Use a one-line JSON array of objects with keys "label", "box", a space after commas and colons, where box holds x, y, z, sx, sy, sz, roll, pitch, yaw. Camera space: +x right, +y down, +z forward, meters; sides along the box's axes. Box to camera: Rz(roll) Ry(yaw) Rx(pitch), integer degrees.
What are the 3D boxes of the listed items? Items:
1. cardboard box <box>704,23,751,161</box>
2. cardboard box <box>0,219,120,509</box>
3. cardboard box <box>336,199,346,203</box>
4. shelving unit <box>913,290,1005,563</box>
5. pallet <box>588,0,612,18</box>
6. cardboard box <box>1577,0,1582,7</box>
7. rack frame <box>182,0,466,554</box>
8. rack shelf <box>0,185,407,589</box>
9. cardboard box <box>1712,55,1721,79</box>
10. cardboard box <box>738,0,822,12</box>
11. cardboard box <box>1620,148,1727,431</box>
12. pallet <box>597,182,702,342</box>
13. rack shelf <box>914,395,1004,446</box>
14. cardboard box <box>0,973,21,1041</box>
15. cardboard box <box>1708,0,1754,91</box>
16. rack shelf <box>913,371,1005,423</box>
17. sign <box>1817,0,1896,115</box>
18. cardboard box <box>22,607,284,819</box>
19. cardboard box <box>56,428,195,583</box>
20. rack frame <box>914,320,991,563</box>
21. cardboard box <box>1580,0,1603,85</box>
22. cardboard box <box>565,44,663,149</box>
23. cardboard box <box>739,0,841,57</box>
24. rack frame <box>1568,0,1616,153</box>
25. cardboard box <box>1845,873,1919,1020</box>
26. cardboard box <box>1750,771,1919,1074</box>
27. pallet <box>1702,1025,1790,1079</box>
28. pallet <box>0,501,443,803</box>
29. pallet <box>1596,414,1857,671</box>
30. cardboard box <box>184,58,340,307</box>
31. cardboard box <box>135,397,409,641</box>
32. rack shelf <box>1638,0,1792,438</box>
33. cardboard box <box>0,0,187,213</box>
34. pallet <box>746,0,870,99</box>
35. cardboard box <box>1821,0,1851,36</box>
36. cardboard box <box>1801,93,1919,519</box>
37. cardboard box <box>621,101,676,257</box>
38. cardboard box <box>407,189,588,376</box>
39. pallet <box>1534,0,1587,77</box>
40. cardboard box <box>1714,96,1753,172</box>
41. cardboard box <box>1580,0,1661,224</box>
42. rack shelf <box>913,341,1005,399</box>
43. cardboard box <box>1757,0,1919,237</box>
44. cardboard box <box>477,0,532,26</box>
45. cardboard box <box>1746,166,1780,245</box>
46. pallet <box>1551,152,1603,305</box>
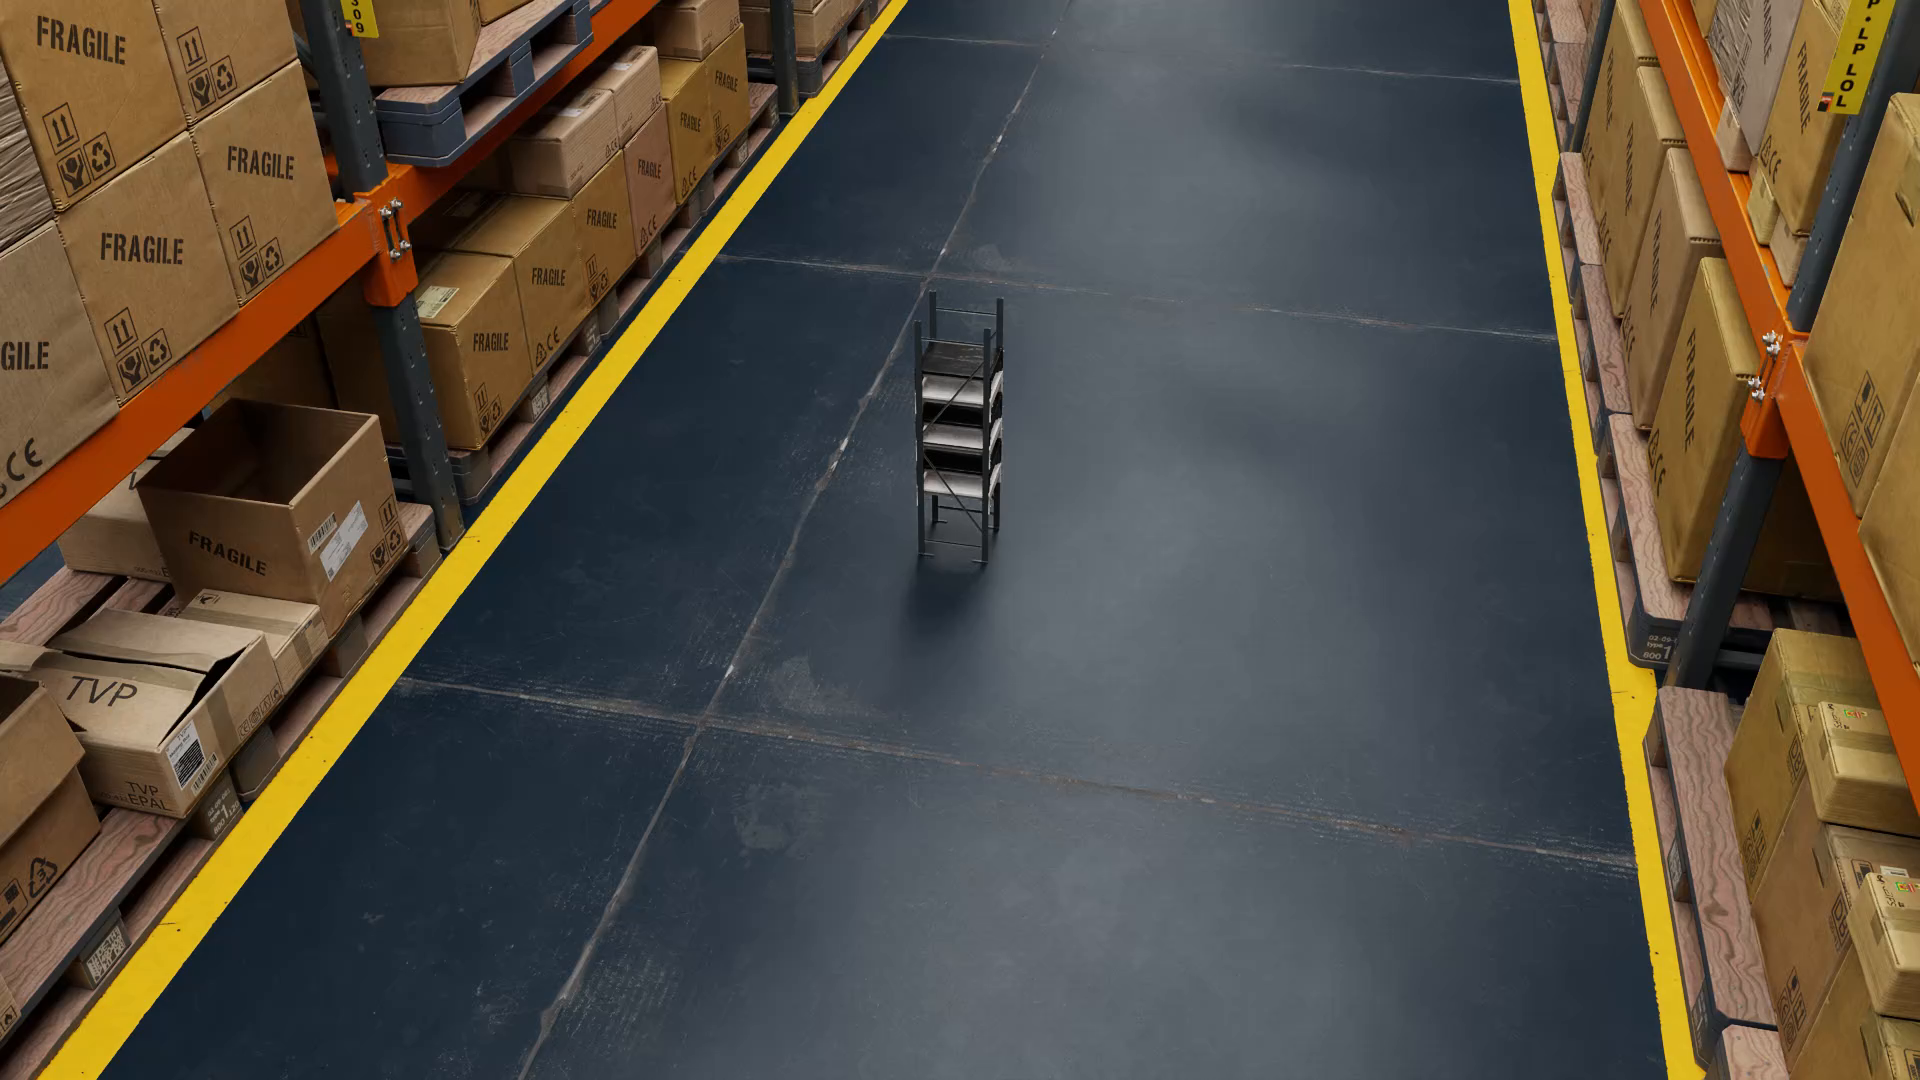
[{"label": "cardboard box", "box": [-1.335, -2.160, 7.930, 0.500, 0.500, 0.500, 9, 37, 12]}, {"label": "cardboard box", "box": [-2.291, -0.398, 3.658, 0.500, 0.500, 0.500, 8, 37, 11]}, {"label": "cardboard box", "box": [-2.280, -1.034, 6.375, 0.500, 0.500, 0.500, 7, 37, 10]}, {"label": "shelving unit", "box": [-0.002, -0.360, 5.480, 0.258, 0.900, 0.210, 7, 37, 10]}, {"label": "pallet", "box": [-1.776, -2.367, 6.623, 1.003, 0.211, 1.213, 7, 37, 10]}, {"label": "cardboard box", "box": [3.979, -3.386, 9.621, 0.700, 0.500, 0.500, 8, 37, 10]}, {"label": "rack frame", "box": [-2.219, -1.267, 4.941, 1.000, 3.000, 0.127, 7, 37, 10]}, {"label": "rack shelf", "box": [-2.646, 0.171, 3.571, 1.077, 0.370, 4.000, 7, 37, 10]}, {"label": "cardboard box", "box": [2.799, -1.657, 5.677, 0.380, 0.149, 0.250, 8, 37, 11]}, {"label": "cardboard box", "box": [-0.966, -3.107, 8.988, 0.500, 0.311, 0.500, 9, 37, 12]}, {"label": "cardboard box", "box": [2.820, -0.846, 5.836, 0.750, 0.750, 0.750, 8, 37, 11]}, {"label": "pallet", "box": [-1.824, -1.310, 7.378, 1.003, 0.211, 1.213, 7, 37, 10]}, {"label": "rack shelf", "box": [-0.002, -0.406, 5.446, 0.258, 0.077, 0.200, 7, 37, 10]}, {"label": "cardboard box", "box": [-2.467, 1.112, 3.627, 0.500, 0.250, 0.500, 7, 37, 10]}, {"label": "cardboard box", "box": [2.688, -1.694, 5.175, 0.500, 0.500, 0.500, 7, 37, 10]}, {"label": "rack shelf", "box": [-0.002, -0.478, 5.393, 0.258, 0.077, 0.200, 7, 37, 10]}, {"label": "sign", "box": [2.089, -1.147, 3.857, 0.100, 0.325, 0.005, 7, 37, 10]}, {"label": "cardboard box", "box": [-2.224, 0.436, 4.508, 0.500, 0.311, 0.500, 7, 37, 10]}, {"label": "cardboard box", "box": [-2.520, -0.142, 5.307, 0.500, 0.311, 0.500, 7, 37, 10]}, {"label": "rack frame", "box": [-0.023, -0.301, 5.399, 0.240, 0.900, 0.006, 7, 37, 10]}, {"label": "cardboard box", "box": [3.578, -2.526, 8.435, 0.700, 0.500, 0.500, 8, 37, 11]}, {"label": "cardboard box", "box": [-1.558, -1.844, 6.854, 0.500, 0.250, 0.500, 7, 36, 9]}, {"label": "cardboard box", "box": [-0.966, -2.880, 9.153, 0.500, 0.250, 0.500, 7, 37, 10]}, {"label": "rack frame", "box": [3.475, -2.941, 7.252, 1.000, 3.000, 0.127, 7, 37, 10]}, {"label": "cardboard box", "box": [1.998, 0.820, 3.282, 0.380, 0.149, 0.250, 6, 36, 9]}, {"label": "cardboard box", "box": [2.251, 0.898, 3.727, 0.700, 0.500, 0.500, 7, 37, 9]}, {"label": "pallet", "box": [2.124, 1.609, 3.350, 1.003, 0.211, 1.213, 7, 37, 10]}, {"label": "pallet", "box": [-2.367, 0.256, 5.217, 1.003, 0.211, 1.213, 7, 37, 10]}, {"label": "pallet", "box": [2.712, 0.030, 5.529, 1.003, 0.211, 1.213, 7, 37, 10]}, {"label": "cardboard box", "box": [-2.075, -0.988, 4.472, 0.500, 0.500, 0.500, 8, 37, 11]}, {"label": "cardboard box", "box": [-2.064, -0.070, 5.046, 0.500, 0.500, 0.500, 7, 37, 10]}, {"label": "rack shelf", "box": [3.048, -1.503, 5.881, 1.077, 0.370, 4.000, 7, 37, 10]}, {"label": "cardboard box", "box": [-2.181, -1.095, 3.768, 0.500, 0.500, 0.500, 7, 36, 9]}, {"label": "pallet", "box": [-1.151, -2.898, 9.568, 1.003, 0.211, 1.213, 7, 37, 10]}, {"label": "cardboard box", "box": [2.471, -1.420, 4.159, 0.500, 0.250, 0.500, 8, 37, 11]}, {"label": "cardboard box", "box": [2.489, -0.460, 3.573, 0.980, 0.700, 0.700, 8, 37, 11]}, {"label": "cardboard box", "box": [-1.552, -1.562, 7.104, 0.500, 0.500, 0.500, 6, 36, 8]}, {"label": "cardboard box", "box": [-1.775, -0.986, 6.310, 0.500, 0.500, 0.500, 8, 37, 11]}, {"label": "pallet", "box": [3.907, -2.957, 9.650, 1.003, 0.211, 1.213, 7, 37, 10]}, {"label": "cardboard box", "box": [2.546, -1.233, 5.092, 0.380, 0.149, 0.250, 7, 37, 10]}, {"label": "cardboard box", "box": [3.190, -1.835, 7.200, 0.750, 0.750, 0.750, 7, 36, 9]}, {"label": "rack shelf", "box": [-0.002, -0.551, 5.341, 0.258, 0.077, 0.200, 7, 37, 10]}, {"label": "cardboard box", "box": [2.473, -1.113, 4.374, 0.500, 0.500, 0.500, 7, 36, 9]}, {"label": "cardboard box", "box": [-1.814, -2.123, 5.680, 0.700, 0.500, 0.500, 13, 38, 17]}, {"label": "cardboard box", "box": [2.448, -0.931, 4.676, 0.380, 0.149, 0.250, 8, 37, 11]}, {"label": "pallet", "box": [3.233, -1.369, 7.459, 1.003, 0.211, 1.213, 7, 37, 10]}]
